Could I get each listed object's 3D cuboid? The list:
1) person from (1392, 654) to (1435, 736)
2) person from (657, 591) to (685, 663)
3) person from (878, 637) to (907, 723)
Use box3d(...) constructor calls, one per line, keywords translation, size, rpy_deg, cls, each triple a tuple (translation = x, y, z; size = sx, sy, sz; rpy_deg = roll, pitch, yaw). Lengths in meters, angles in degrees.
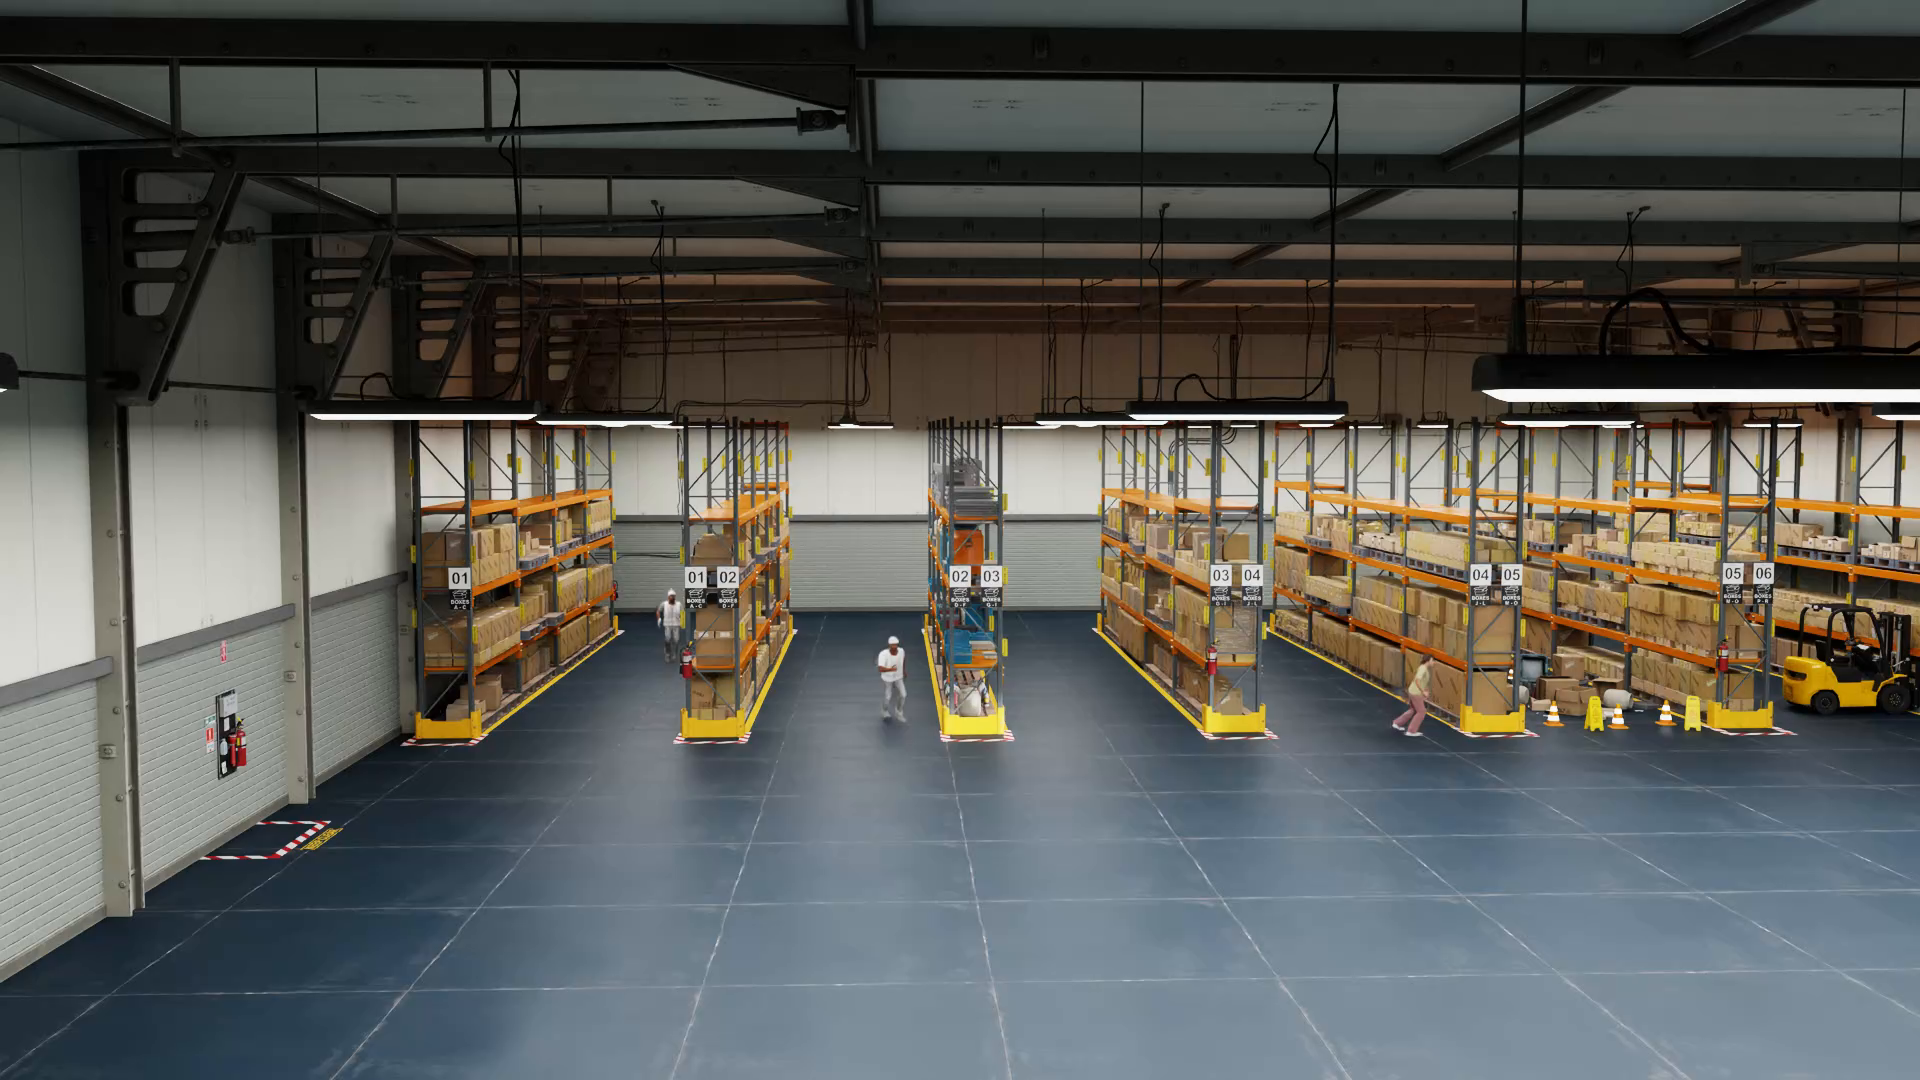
box3d(translation=(8.511, 2.901, 31.234), size=(0.767, 1.574, 0.570), rpy_deg=(1, 4, 17), cls="person")
box3d(translation=(-7.137, 2.150, 41.157), size=(0.675, 1.793, 0.709), rpy_deg=(-1, 4, -15), cls="person")
box3d(translation=(-1.324, 2.729, 32.660), size=(0.656, 1.709, 0.947), rpy_deg=(-1, 4, -19), cls="person")
